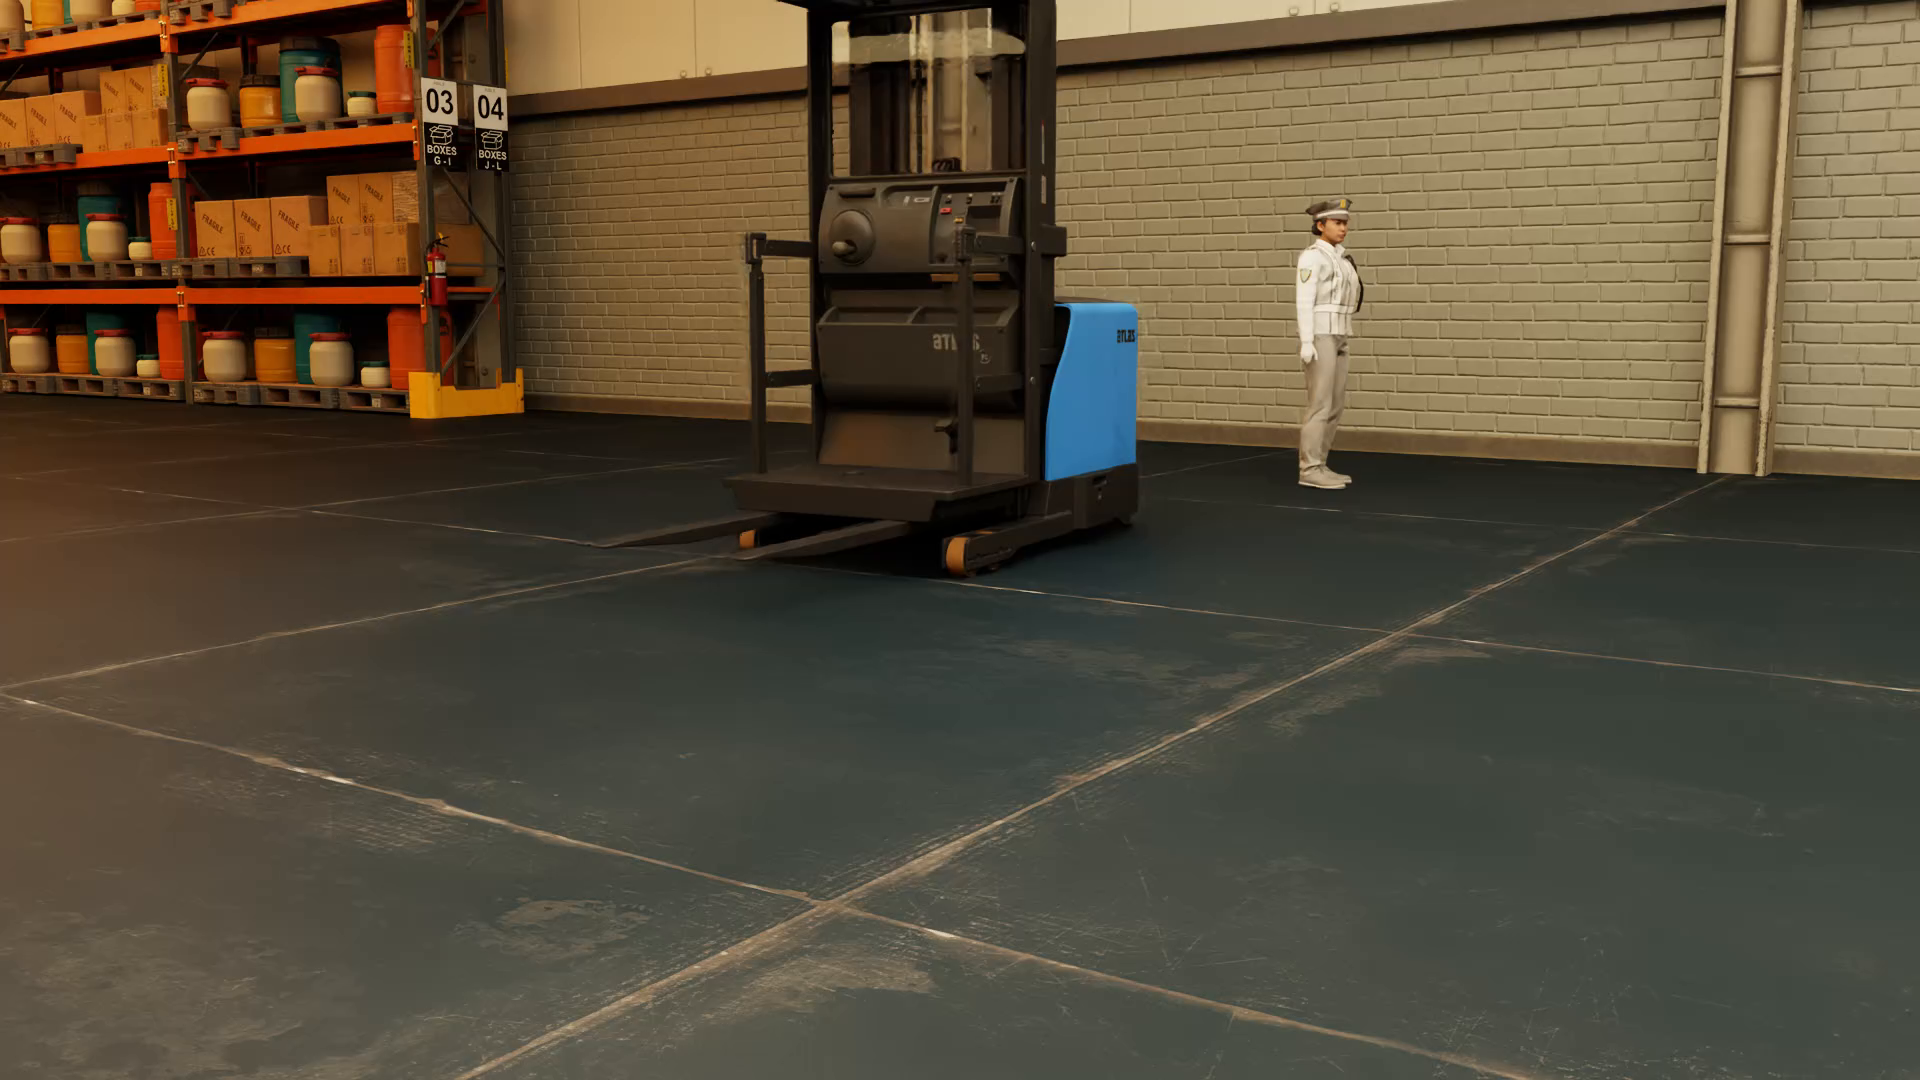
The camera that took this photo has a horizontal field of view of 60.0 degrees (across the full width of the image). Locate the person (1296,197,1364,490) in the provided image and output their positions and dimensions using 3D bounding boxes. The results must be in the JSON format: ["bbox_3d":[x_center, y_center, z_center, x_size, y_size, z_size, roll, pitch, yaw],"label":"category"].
[{"bbox_3d":[2.166,-1.154,9.762,0.360,1.683,0.548,5,10,33],"label":"person"}]

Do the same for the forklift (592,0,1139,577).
[{"bbox_3d":[-0.286,-1.375,6.861,1.130,2.935,3.031,4,9,28],"label":"forklift"}]
